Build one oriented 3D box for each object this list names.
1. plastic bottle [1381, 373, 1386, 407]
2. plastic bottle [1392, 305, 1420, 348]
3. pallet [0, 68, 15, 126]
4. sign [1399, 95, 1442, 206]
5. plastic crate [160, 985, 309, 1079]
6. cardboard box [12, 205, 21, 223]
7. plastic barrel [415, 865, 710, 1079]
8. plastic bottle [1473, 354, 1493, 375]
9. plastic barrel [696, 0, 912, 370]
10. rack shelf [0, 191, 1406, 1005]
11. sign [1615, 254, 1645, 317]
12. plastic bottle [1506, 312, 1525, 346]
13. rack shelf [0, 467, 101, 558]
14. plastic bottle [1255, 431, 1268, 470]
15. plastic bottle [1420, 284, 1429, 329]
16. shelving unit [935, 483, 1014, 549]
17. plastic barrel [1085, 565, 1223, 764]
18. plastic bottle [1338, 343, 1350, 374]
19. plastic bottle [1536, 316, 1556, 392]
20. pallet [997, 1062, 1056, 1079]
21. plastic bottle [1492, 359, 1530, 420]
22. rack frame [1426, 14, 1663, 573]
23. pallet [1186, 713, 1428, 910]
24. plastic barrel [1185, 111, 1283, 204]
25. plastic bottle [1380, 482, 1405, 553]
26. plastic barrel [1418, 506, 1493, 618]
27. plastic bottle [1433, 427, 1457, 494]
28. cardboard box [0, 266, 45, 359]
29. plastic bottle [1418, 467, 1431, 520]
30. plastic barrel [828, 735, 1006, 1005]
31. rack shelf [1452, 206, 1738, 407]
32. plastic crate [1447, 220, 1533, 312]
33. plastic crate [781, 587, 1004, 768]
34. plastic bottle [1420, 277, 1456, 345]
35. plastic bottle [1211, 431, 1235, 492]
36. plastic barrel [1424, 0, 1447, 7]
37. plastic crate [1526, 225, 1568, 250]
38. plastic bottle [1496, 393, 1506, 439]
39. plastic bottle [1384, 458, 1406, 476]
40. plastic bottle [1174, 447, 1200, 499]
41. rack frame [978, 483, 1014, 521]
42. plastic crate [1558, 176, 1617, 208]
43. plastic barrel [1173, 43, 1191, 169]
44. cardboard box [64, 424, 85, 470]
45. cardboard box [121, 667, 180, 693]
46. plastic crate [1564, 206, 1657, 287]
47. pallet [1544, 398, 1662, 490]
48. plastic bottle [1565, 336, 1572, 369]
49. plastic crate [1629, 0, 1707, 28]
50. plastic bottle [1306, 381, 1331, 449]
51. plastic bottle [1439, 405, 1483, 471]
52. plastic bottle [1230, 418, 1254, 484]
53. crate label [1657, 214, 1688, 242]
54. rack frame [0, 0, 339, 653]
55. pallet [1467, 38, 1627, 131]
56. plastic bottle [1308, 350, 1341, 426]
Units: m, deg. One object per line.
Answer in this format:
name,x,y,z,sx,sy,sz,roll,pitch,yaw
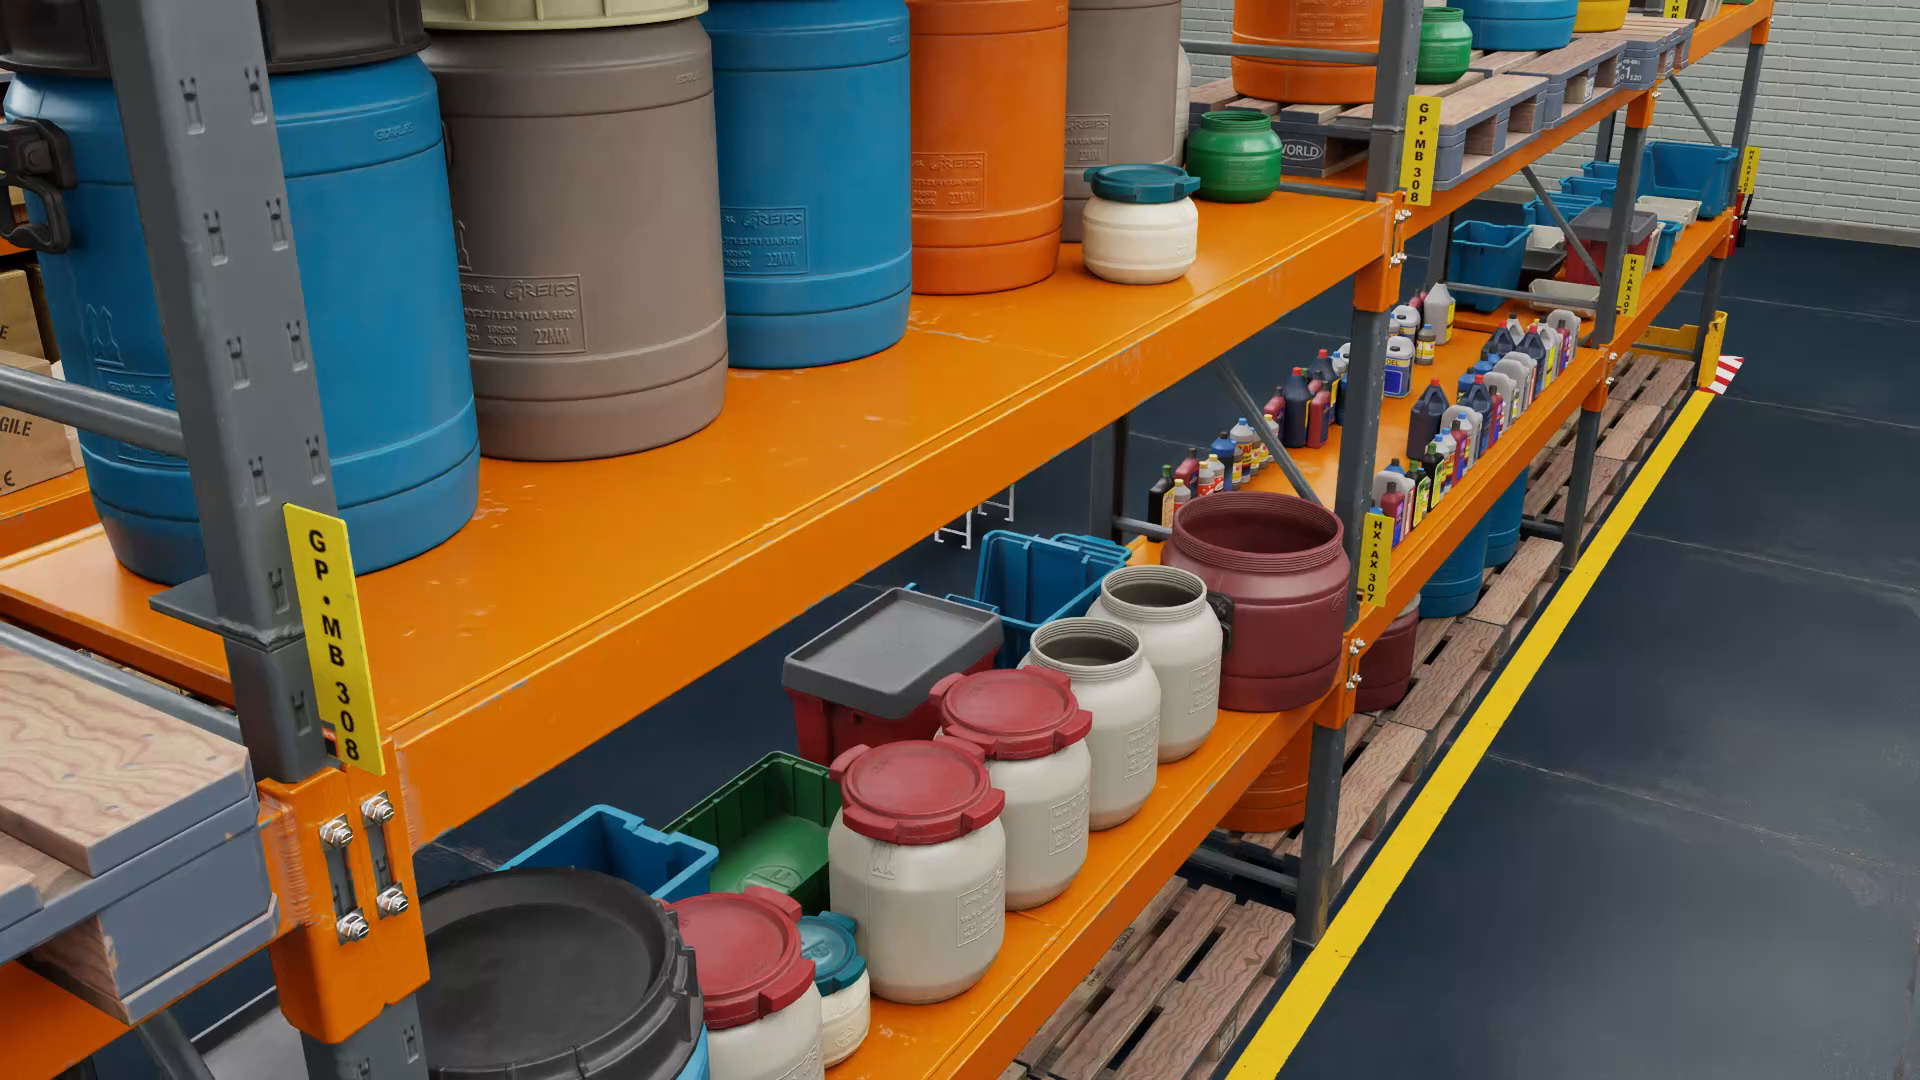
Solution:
plastic bottle,1.977,-0.742,7.938,0.097,0.201,0.097,0,23,0
plastic bottle,2.279,-1.063,8.586,0.152,0.276,0.135,14,27,29
pallet,-4.146,-1.673,6.301,1.003,0.211,1.213,15,28,31
sign,1.401,-1.186,5.069,0.100,0.325,0.005,14,27,29
plastic crate,-1.185,1.123,3.299,0.402,0.464,0.583,14,27,29
cardboard box,-6.736,-2.268,11.505,0.380,0.149,0.250,14,27,28
plastic barrel,-0.719,1.083,2.841,0.600,0.901,0.708,14,27,29
plastic bottle,2.461,-0.741,7.848,0.097,0.271,0.097,0,23,0
plastic barrel,-0.406,-0.885,3.612,0.600,0.901,0.708,14,27,29
rack shelf,-0.125,-0.341,3.893,1.077,0.370,4.000,14,27,29
sign,3.506,-1.331,8.701,0.100,0.325,0.005,14,27,29
plastic bottle,2.710,-0.949,8.228,0.144,0.351,0.185,14,27,29
rack shelf,-4.332,-0.004,6.889,1.077,0.370,4.000,14,27,29
plastic bottle,1.287,-0.415,7.183,0.097,0.201,0.097,0,23,0
plastic bottle,2.484,-1.232,8.967,0.061,0.283,0.133,14,27,29
shelving unit,0.087,-0.606,9.641,0.258,1.200,0.503,14,27,29
plastic barrel,0.568,0.371,4.977,0.421,0.512,0.421,0,23,0
plastic bottle,1.861,-0.796,7.969,0.152,0.276,0.135,14,27,29
plastic bottle,2.833,-0.919,8.158,0.144,0.351,0.185,14,27,29
pallet,-0.156,1.973,4.926,1.003,0.211,1.213,14,27,29
plastic bottle,2.577,-0.723,7.801,0.152,0.276,0.135,14,27,29
rack frame,3.040,-1.320,9.023,1.000,3.000,0.127,14,27,29
pallet,1.310,1.035,7.094,1.003,0.211,1.213,14,27,29
plastic barrel,0.843,-1.181,5.122,0.294,0.245,0.294,0,23,0
plastic bottle,1.645,-0.096,6.343,0.061,0.283,0.133,14,27,29
plastic barrel,2.365,-0.131,8.389,0.600,0.901,0.708,14,27,29
plastic bottle,2.004,-0.334,6.909,0.097,0.271,0.097,0,23,0
cardboard box,-6.988,-1.473,11.554,0.750,0.750,0.750,13,27,28
plastic bottle,1.831,-0.192,6.667,0.097,0.201,0.097,0,23,0
plastic barrel,-0.102,0.793,3.971,0.433,0.535,0.433,0,23,0
rack shelf,4.095,-1.665,10.726,1.077,0.370,4.000,14,27,29
plastic crate,2.996,-1.569,9.544,0.392,0.384,0.575,14,27,29
plastic crate,-0.183,0.482,4.780,0.402,0.464,0.583,14,27,29
plastic bottle,2.557,-1.233,8.884,0.144,0.351,0.185,14,27,29
plastic bottle,1.081,-0.316,6.865,0.097,0.271,0.097,0,23,0
plastic barrel,1.737,-2.231,6.654,0.433,0.535,0.433,0,23,0
plastic crate,3.703,-1.877,10.567,0.293,0.136,0.466,14,27,29
plastic bottle,2.416,-0.566,7.532,0.097,0.201,0.097,0,23,0
plastic bottle,1.709,-0.191,6.579,0.097,0.271,0.097,0,23,0
plastic bottle,0.902,-0.220,6.630,0.061,0.283,0.133,14,27,29
rack frame,0.216,-0.689,9.831,0.240,1.200,0.015,14,27,29
plastic crate,4.392,-2.384,11.617,0.416,0.233,0.300,14,27,29
plastic barrel,0.505,-1.357,5.193,0.421,0.512,0.421,0,23,0
cardboard box,-3.901,-0.452,7.334,0.380,0.149,0.250,16,28,33
cardboard box,-3.884,0.632,7.446,0.500,0.250,0.500,15,27,30
plastic crate,3.724,-1.626,9.573,0.402,0.464,0.583,14,27,29
pallet,4.037,-0.710,11.124,1.003,0.211,1.213,14,27,29
plastic bottle,3.068,-0.983,8.495,0.097,0.201,0.097,0,23,0
plastic crate,3.928,-2.998,9.289,0.497,0.269,0.590,14,27,29
plastic bottle,1.603,-0.560,7.415,0.061,0.283,0.133,14,27,29
plastic bottle,2.164,-0.459,7.192,0.152,0.276,0.135,14,27,29
plastic bottle,1.184,-0.381,7.017,0.097,0.271,0.097,0,23,0
crate label,4.582,-2.069,11.011,0.396,0.136,0.243,14,27,29
rack frame,-1.180,-1.373,1.594,1.000,3.000,0.127,14,27,29
pallet,2.113,-1.941,6.921,1.003,0.211,1.213,14,27,29
plastic bottle,1.671,-0.711,7.680,0.144,0.351,0.185,14,27,29
